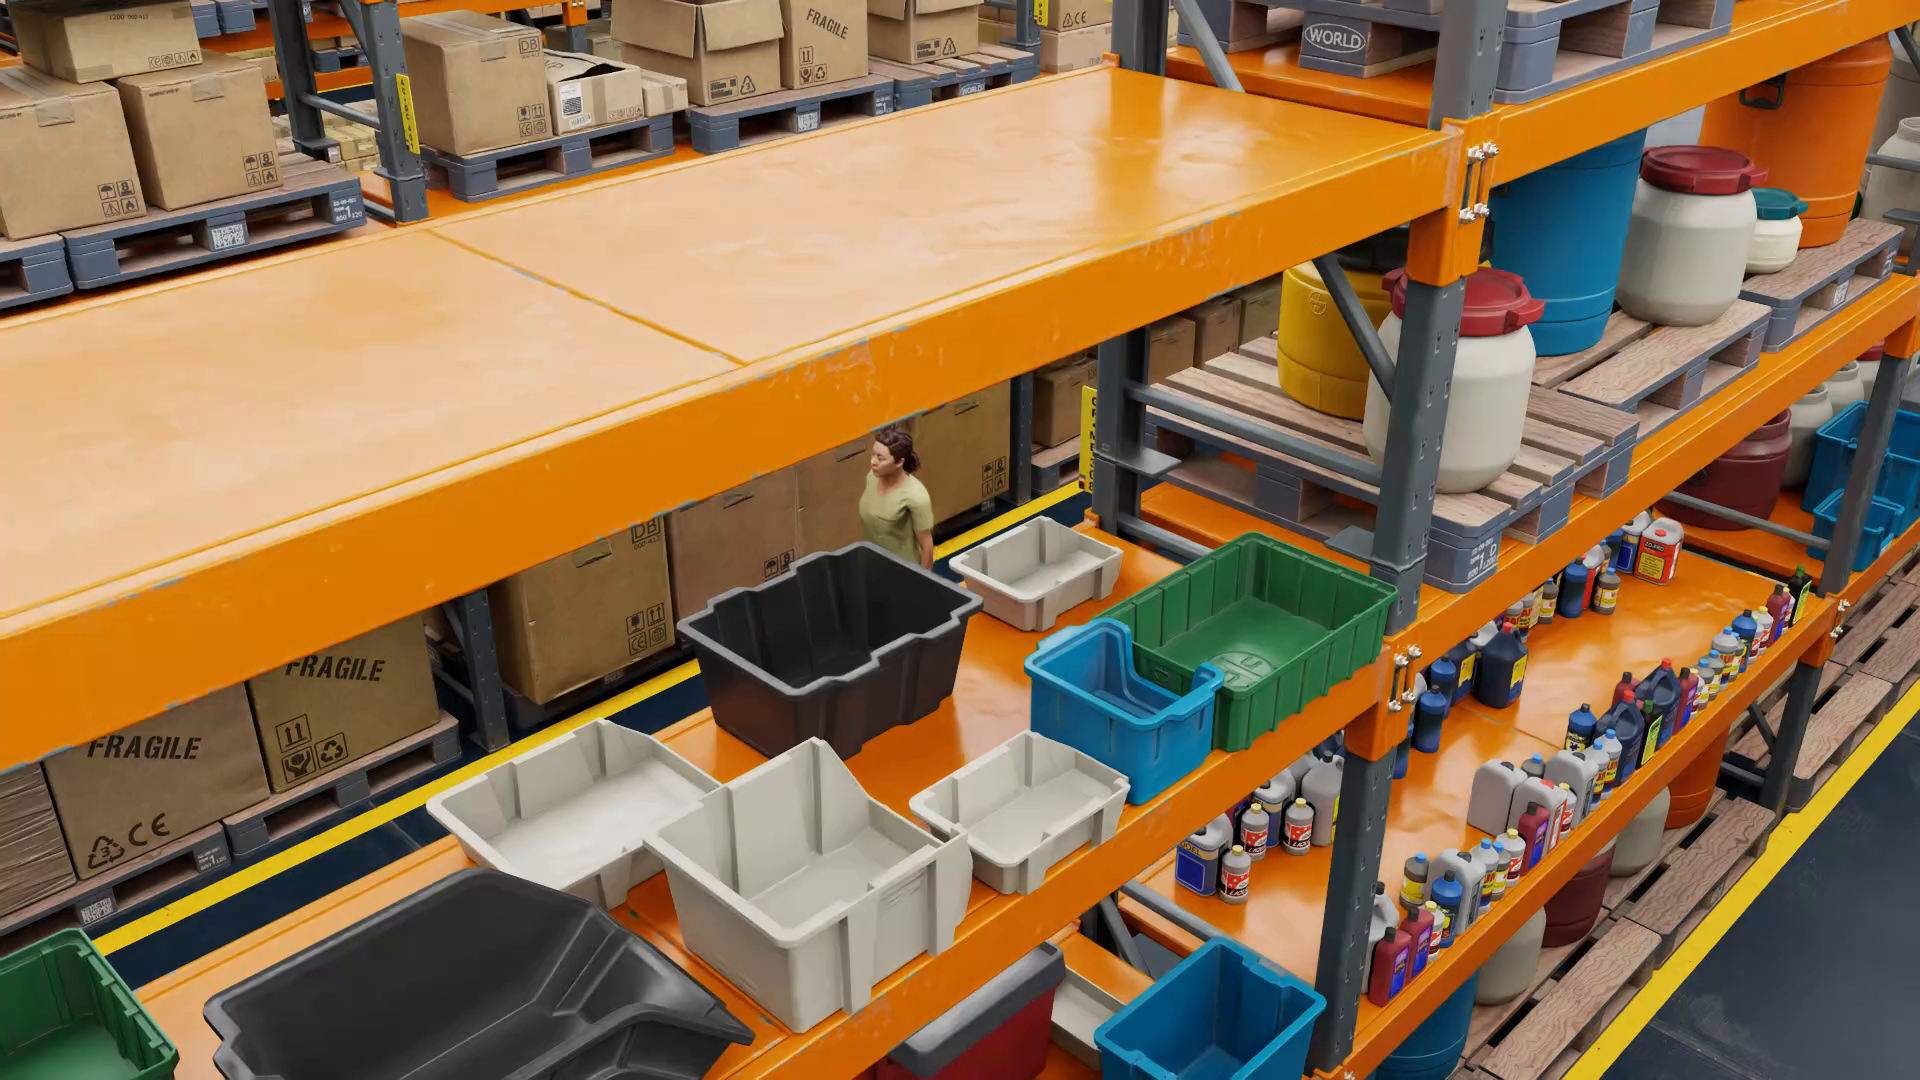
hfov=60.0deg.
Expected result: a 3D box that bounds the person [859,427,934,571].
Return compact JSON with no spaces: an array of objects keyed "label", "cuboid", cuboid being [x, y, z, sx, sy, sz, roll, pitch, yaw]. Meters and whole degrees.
[{"label":"person","cuboid":[-0.279,0.158,8.585,0.527,1.646,0.460,-25,37,-39]}]
